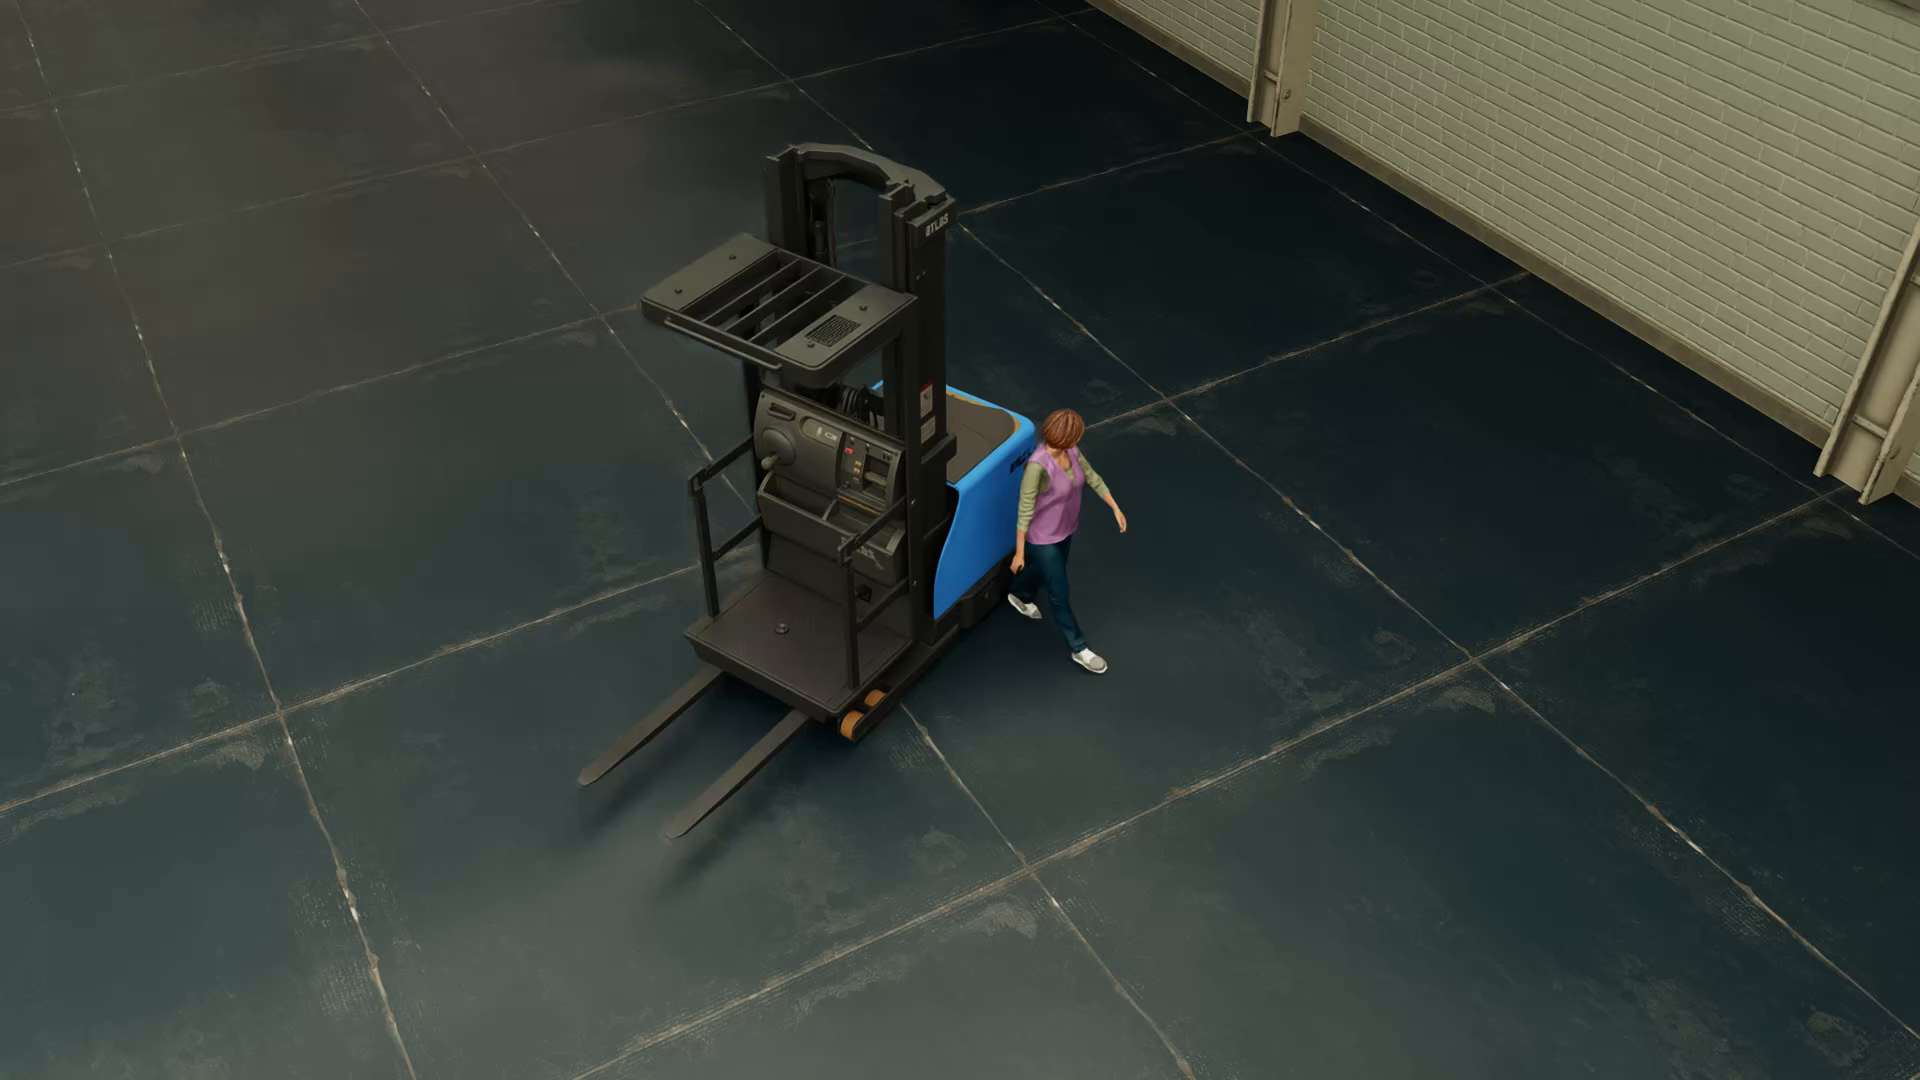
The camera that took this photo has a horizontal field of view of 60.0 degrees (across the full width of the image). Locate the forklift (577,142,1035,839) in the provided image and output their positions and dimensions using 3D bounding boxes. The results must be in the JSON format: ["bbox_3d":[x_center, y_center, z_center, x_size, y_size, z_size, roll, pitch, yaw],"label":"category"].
[{"bbox_3d":[-0.814,-0.392,8.509,1.130,2.935,3.031,24,45,26],"label":"forklift"}]

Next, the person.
[{"bbox_3d":[0.552,0.005,9.158,0.799,1.590,0.627,23,45,25],"label":"person"}]
